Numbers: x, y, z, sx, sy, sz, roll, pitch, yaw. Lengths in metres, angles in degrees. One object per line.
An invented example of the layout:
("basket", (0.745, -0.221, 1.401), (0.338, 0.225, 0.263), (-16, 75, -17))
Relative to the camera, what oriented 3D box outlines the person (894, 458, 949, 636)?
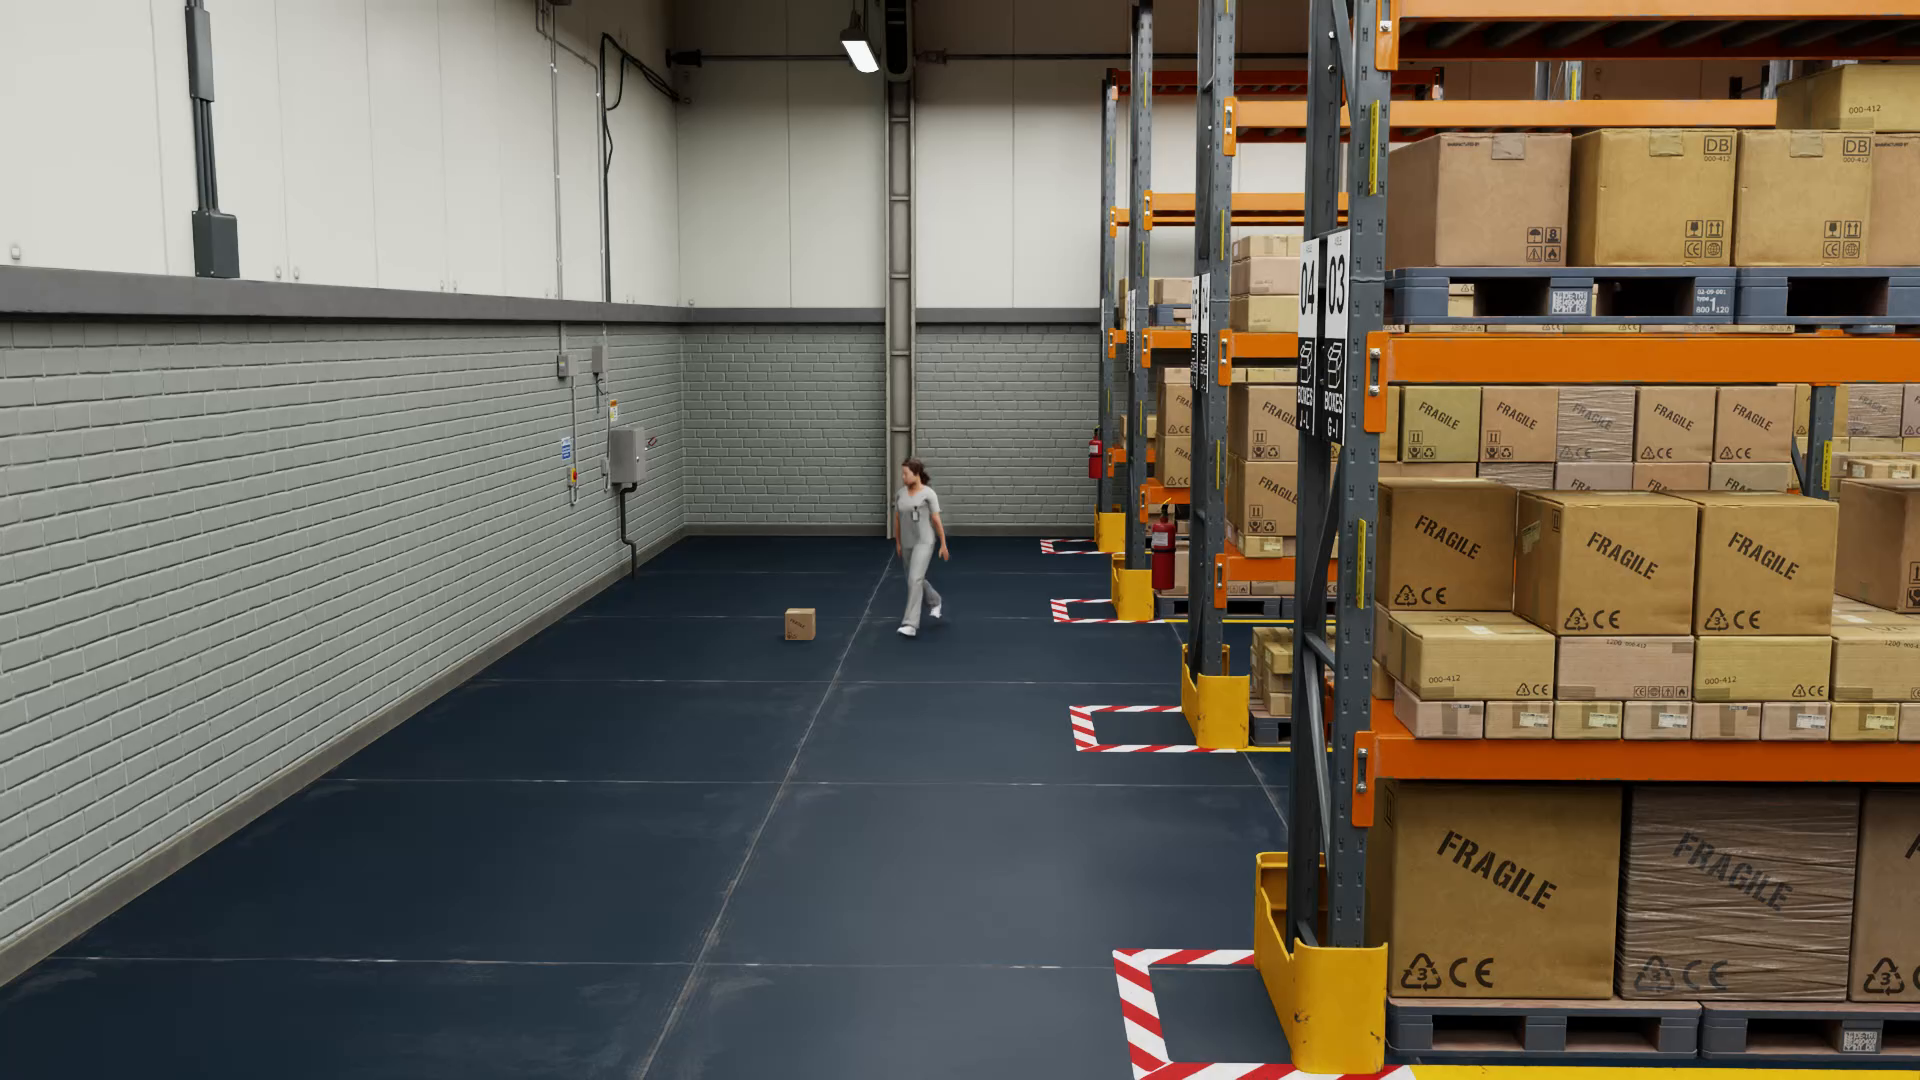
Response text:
("person", (-0.372, 0.042, 15.535), (0.534, 1.631, 0.991), (4, 8, 30))
